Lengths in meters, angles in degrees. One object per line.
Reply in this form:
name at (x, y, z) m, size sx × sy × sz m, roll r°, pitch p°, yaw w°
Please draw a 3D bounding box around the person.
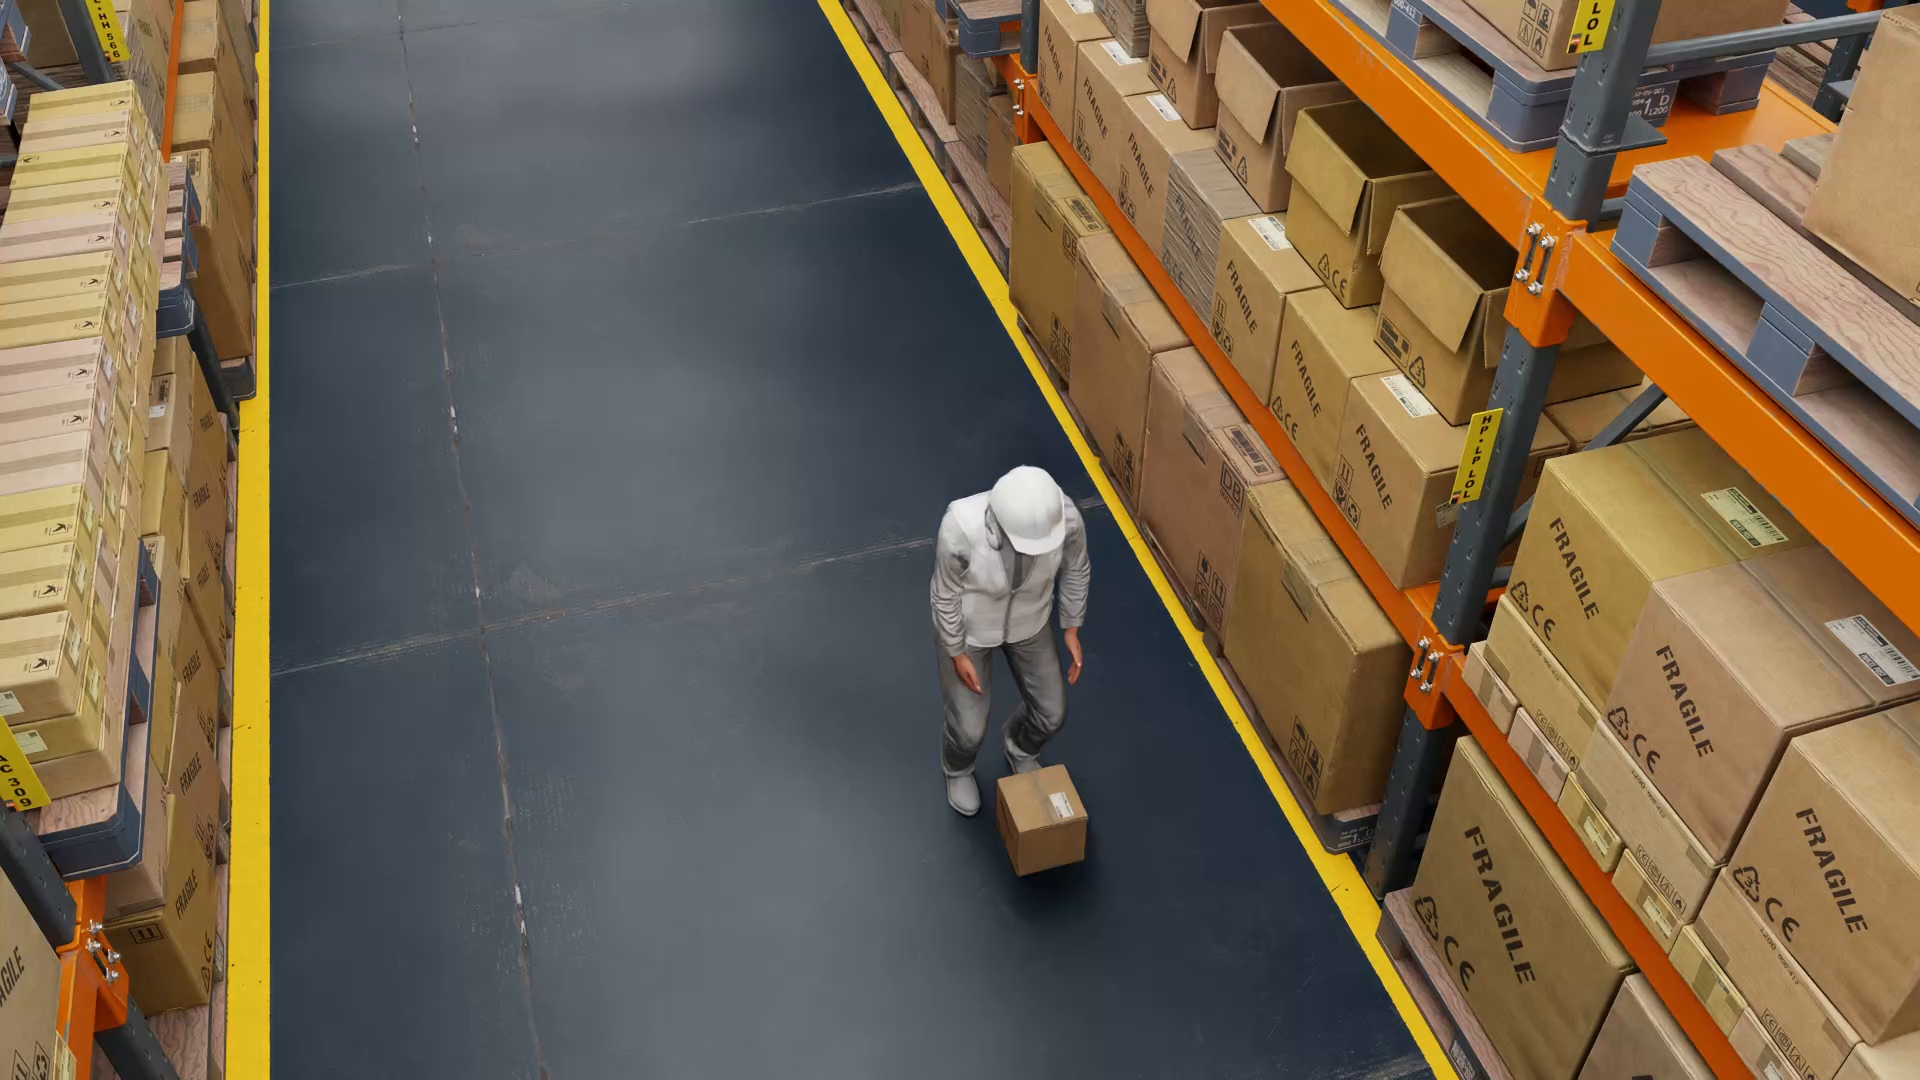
person at (0.174, 0.317, 5.876) m, size 0.574 × 1.665 × 0.559 m, roll -11°, pitch 43°, yaw -12°
